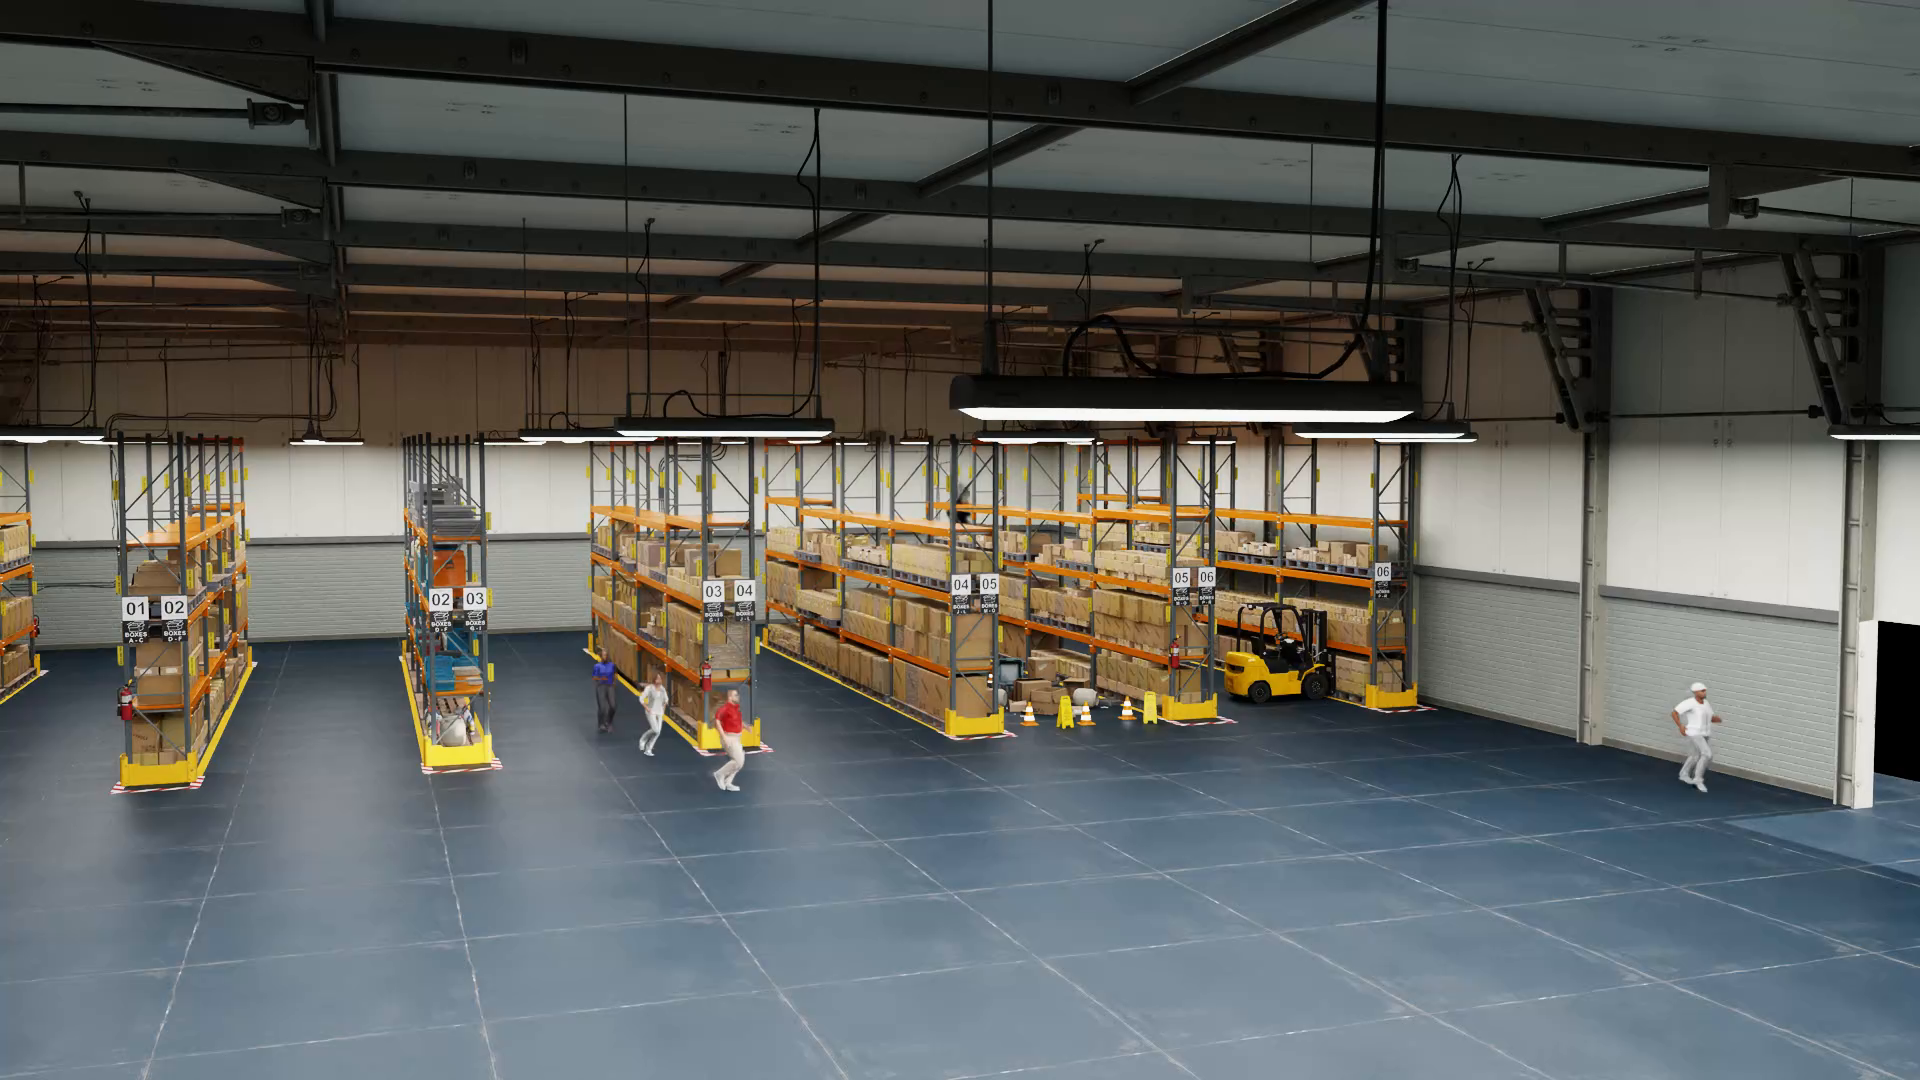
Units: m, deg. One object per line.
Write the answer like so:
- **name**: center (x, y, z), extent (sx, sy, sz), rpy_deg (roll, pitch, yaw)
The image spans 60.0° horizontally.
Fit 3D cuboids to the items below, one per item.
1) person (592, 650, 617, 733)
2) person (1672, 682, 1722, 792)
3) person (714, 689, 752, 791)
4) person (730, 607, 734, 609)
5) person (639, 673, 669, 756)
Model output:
- **person**: center (-7.108, 3.061, 33.419), extent (0.555, 1.671, 0.660), rpy_deg (-2, 4, -27)
- **person**: center (12.384, 3.298, 27.874), extent (0.669, 1.823, 0.751), rpy_deg (-2, 4, -34)
- **person**: center (-3.788, 3.337, 27.780), extent (0.594, 1.694, 0.675), rpy_deg (1, 3, 10)
- **person**: center (-6.818, 2.311, 47.723), extent (0.726, 1.622, 0.780), rpy_deg (1, 3, 13)
- **person**: center (-5.661, 3.246, 31.019), extent (0.556, 1.529, 0.481), rpy_deg (-3, 4, -41)
